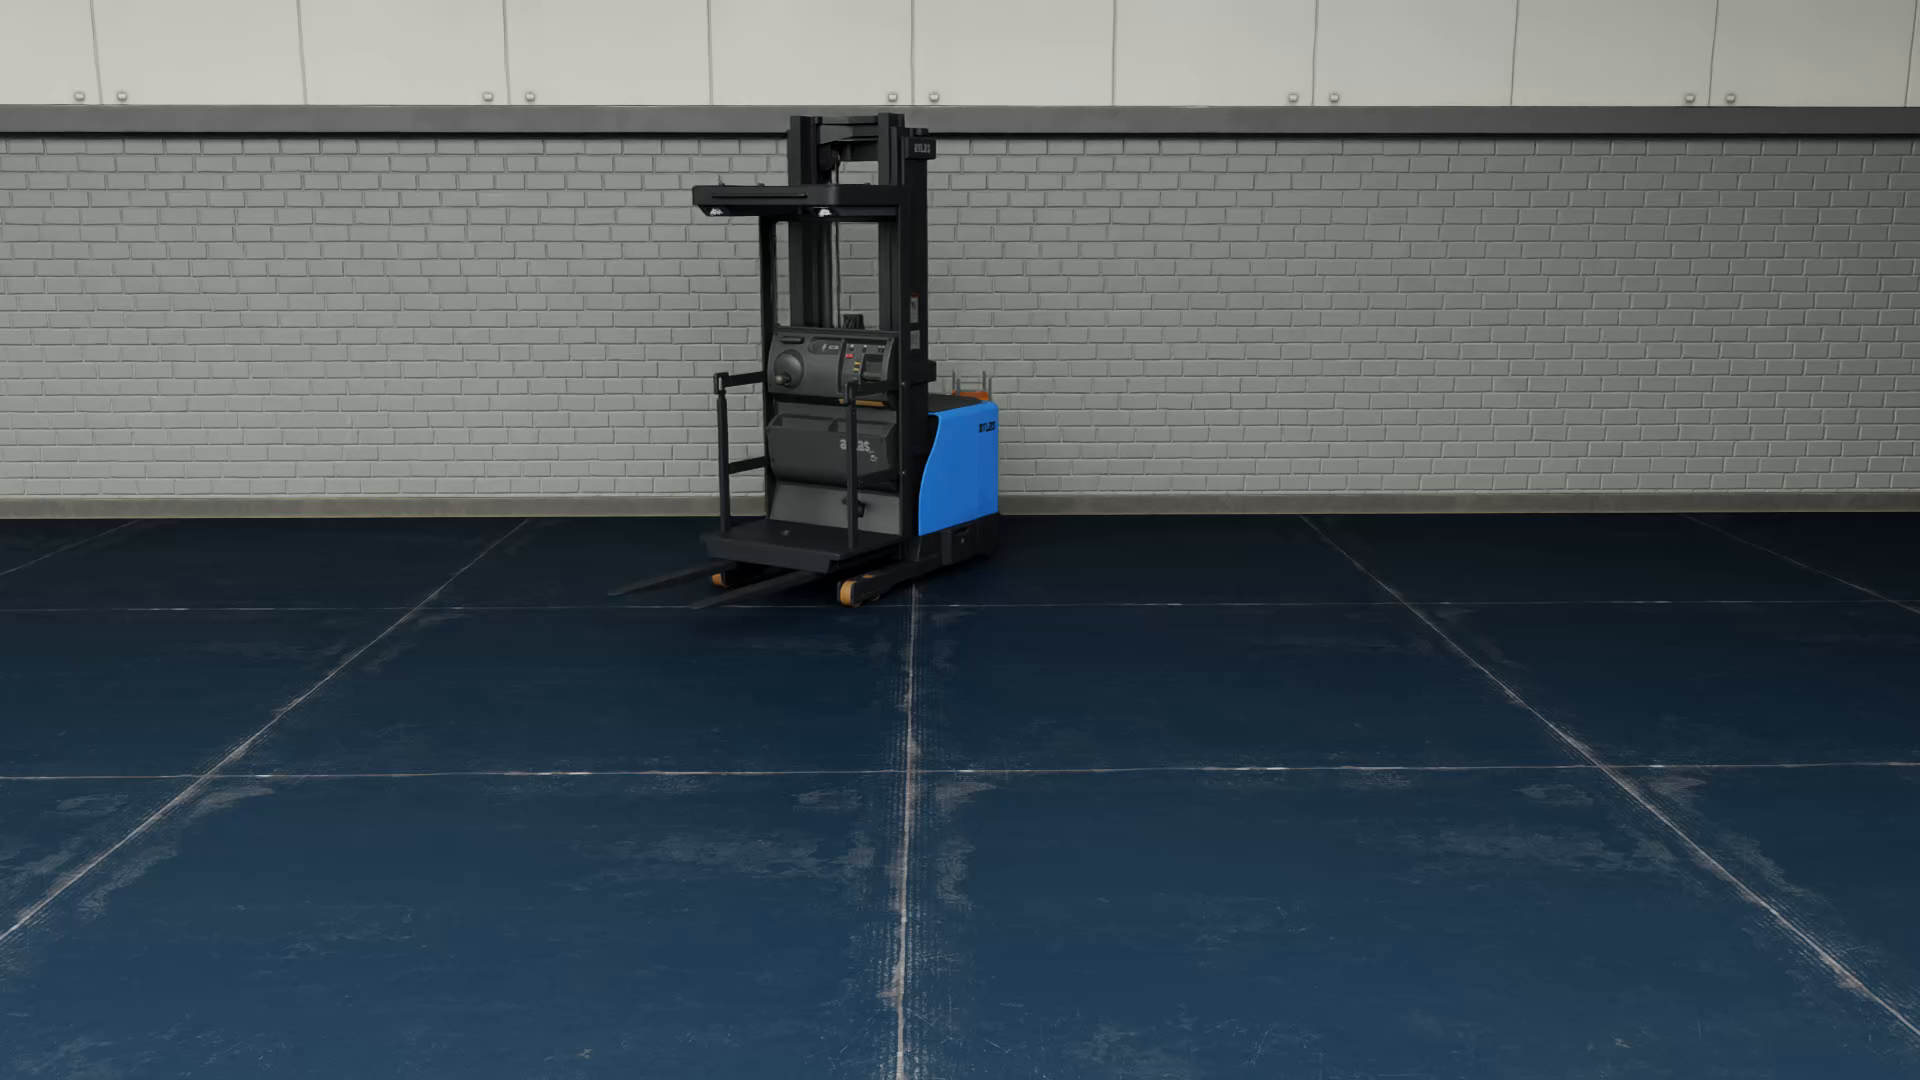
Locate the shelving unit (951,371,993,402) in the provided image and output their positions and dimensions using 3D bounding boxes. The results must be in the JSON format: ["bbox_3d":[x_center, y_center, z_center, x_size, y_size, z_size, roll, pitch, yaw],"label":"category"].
[{"bbox_3d":[0.083,-0.586,11.928,0.258,1.200,0.503,-1,11,-4],"label":"shelving unit"}]

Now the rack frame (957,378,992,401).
[{"bbox_3d":[0.100,-0.537,11.689,0.240,1.200,0.015,-1,11,-4],"label":"rack frame"}]

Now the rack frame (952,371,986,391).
[{"bbox_3d":[0.066,-0.634,12.166,0.240,1.200,0.015,-1,11,-4],"label":"rack frame"}]

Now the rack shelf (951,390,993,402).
[{"bbox_3d":[0.083,-0.971,11.849,0.258,0.148,0.480,-1,11,-4],"label":"rack shelf"}]

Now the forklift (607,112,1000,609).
[{"bbox_3d":[-0.926,-1.135,10.280,1.130,2.935,3.031,7,13,31],"label":"forklift"}]
